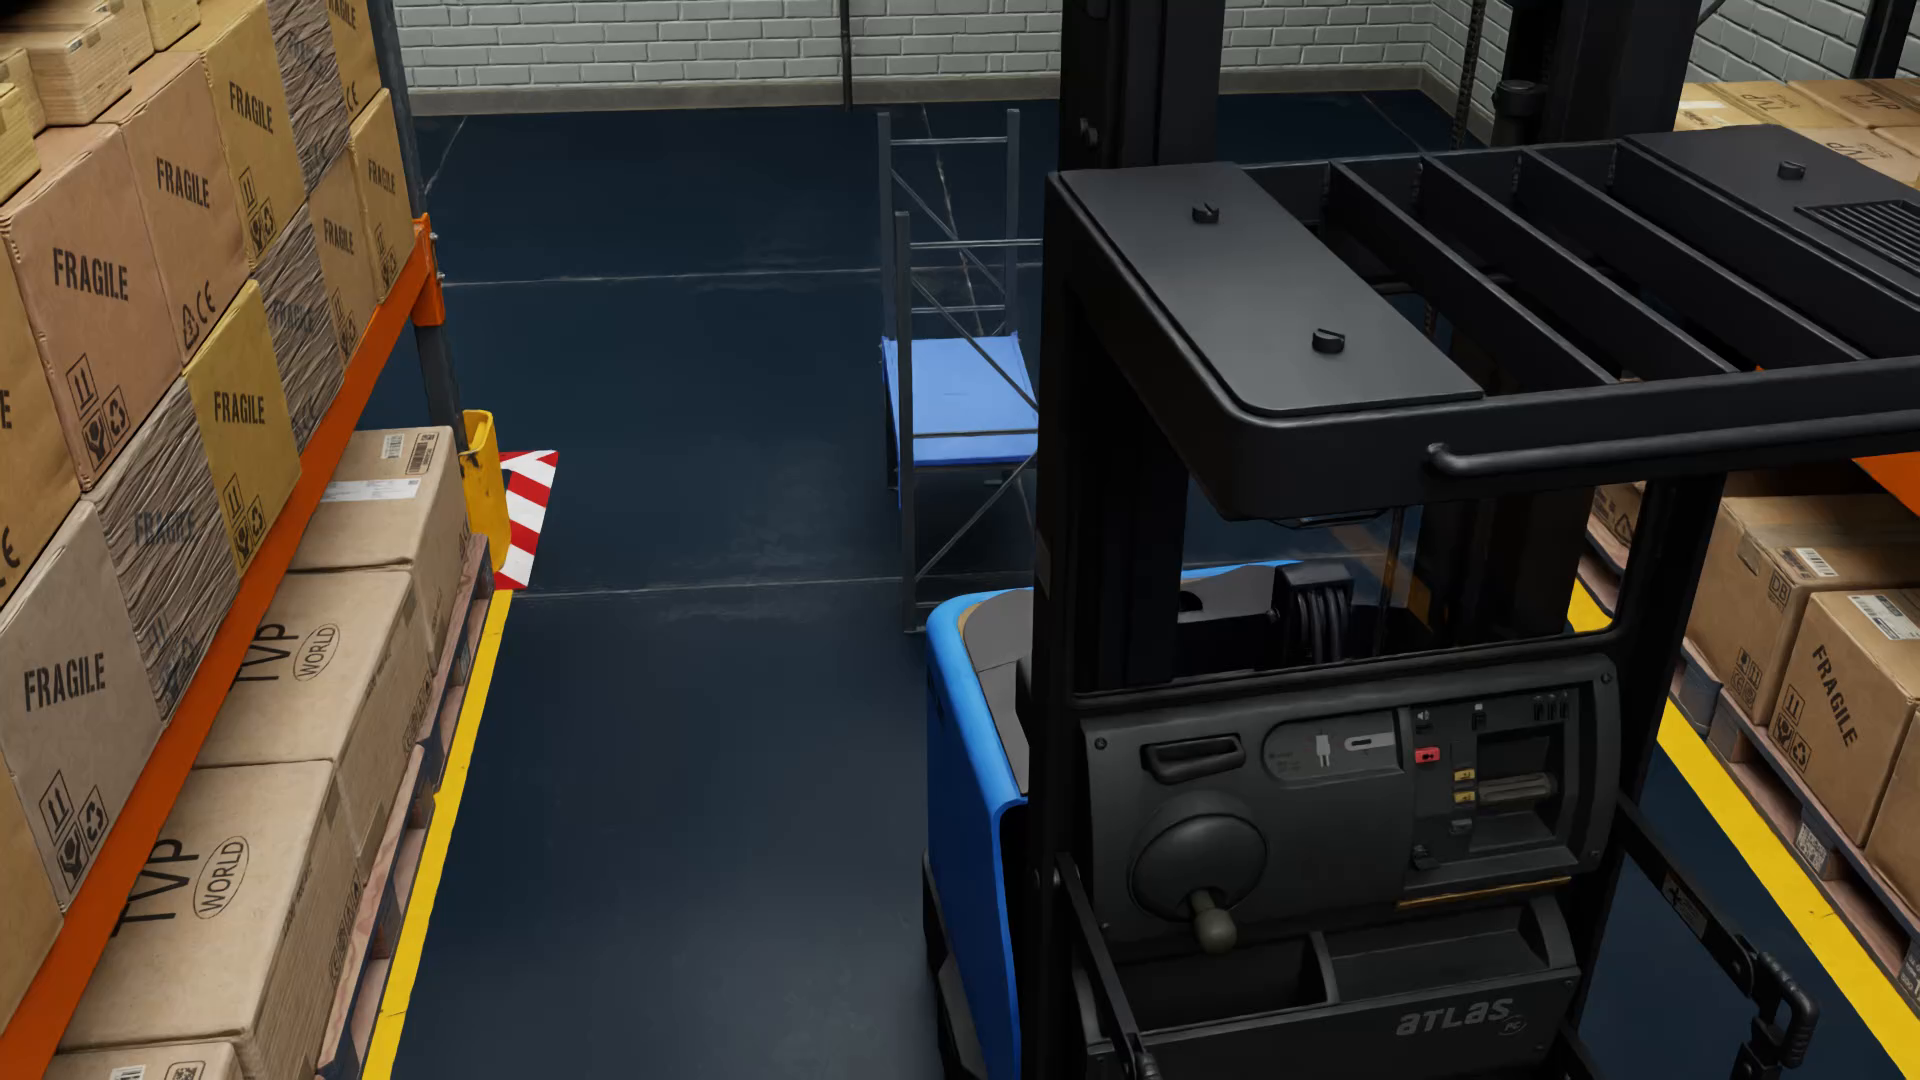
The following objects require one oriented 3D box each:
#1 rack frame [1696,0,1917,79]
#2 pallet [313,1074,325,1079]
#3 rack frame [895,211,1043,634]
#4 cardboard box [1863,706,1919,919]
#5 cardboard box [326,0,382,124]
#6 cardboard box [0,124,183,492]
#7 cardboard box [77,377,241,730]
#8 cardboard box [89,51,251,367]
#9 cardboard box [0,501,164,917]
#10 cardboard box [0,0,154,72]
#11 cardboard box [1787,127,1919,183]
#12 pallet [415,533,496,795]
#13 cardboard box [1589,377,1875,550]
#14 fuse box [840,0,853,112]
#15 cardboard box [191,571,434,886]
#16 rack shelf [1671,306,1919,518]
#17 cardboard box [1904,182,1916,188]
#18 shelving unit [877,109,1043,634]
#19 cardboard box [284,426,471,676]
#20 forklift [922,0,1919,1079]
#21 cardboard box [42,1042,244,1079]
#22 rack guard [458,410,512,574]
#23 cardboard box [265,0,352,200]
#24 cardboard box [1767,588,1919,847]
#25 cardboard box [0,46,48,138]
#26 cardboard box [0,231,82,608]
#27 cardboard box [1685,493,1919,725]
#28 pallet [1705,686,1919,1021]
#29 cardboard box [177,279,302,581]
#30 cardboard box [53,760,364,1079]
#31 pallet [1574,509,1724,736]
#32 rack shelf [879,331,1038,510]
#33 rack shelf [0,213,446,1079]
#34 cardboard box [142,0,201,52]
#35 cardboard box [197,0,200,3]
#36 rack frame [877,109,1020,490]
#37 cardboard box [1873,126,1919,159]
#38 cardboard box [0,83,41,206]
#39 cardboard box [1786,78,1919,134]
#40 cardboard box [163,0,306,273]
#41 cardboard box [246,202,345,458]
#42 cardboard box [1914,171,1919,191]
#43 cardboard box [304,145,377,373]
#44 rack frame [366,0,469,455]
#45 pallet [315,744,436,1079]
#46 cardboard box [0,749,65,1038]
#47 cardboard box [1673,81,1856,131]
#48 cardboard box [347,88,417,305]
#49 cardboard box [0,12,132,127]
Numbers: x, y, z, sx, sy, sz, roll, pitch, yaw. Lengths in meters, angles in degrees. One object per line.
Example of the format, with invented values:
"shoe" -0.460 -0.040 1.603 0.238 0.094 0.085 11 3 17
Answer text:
"rack frame" 2.679 -1.448 5.749 1.000 3.000 0.127 -3 31 -5
"pallet" -1.882 1.639 3.300 1.003 0.211 1.213 -3 31 -5
"rack frame" 0.055 -0.341 5.358 0.500 1.500 0.032 -3 31 -5
"cardboard box" 2.780 0.730 4.130 0.700 0.500 0.500 -4 31 -6
"cardboard box" -1.980 -1.446 4.672 0.500 0.500 0.500 -2 31 -3
"cardboard box" -1.770 -0.413 2.944 0.500 0.500 0.500 -2 31 -4
"cardboard box" -1.755 0.028 3.181 0.500 0.500 0.500 -3 31 -4
"cardboard box" -1.814 -0.671 3.375 0.500 0.500 0.500 -3 31 -5
"cardboard box" -1.715 0.282 2.755 0.500 0.500 0.500 -3 31 -4
"cardboard box" -1.850 -1.001 3.296 0.380 0.149 0.250 -2 31 -3
"cardboard box" 2.501 -1.009 4.871 0.500 0.250 0.500 -2 31 -4
"pallet" -2.110 0.394 5.385 1.003 0.211 1.213 -3 31 -5
"cardboard box" 2.642 -0.240 5.751 0.797 0.503 0.637 -4 31 -7
"fuse box" -0.707 -3.559 10.539 0.539 1.711 0.414 -3 31 -5
"cardboard box" -2.007 0.511 4.559 0.875 0.438 0.875 -2 31 -3
"rack shelf" 2.866 -0.118 4.224 1.077 0.370 4.000 -3 31 -5
"cardboard box" 2.551 -0.751 4.438 0.500 0.250 0.500 -3 31 -6
"shelving unit" 0.008 -0.600 5.792 0.538 1.500 1.048 -3 31 -5
"cardboard box" -2.101 0.044 5.341 0.875 0.438 0.875 -4 31 -6
"forklift" 0.705 0.487 2.577 1.130 2.935 3.031 -6 31 -10
"cardboard box" -1.840 1.428 3.023 0.875 0.438 0.875 -3 31 -5
"rack guard" -2.265 -0.147 6.009 1.175 0.500 0.348 -3 31 -5
"cardboard box" -1.902 -1.180 4.228 0.500 0.500 0.500 -3 31 -4
"cardboard box" 2.633 0.475 4.558 0.500 0.500 0.500 -2 31 -4
"cardboard box" -1.829 -0.740 2.858 0.380 0.149 0.250 -3 31 -5
"cardboard box" -1.733 -0.151 2.505 0.500 0.500 0.500 -3 31 -5
"cardboard box" 2.683 0.200 5.018 0.700 0.500 0.500 -2 31 -3
"pallet" 2.873 0.817 4.677 1.003 0.211 1.213 -3 31 -5
"cardboard box" -1.803 -0.235 3.621 0.500 0.500 0.500 -2 31 -3
"cardboard box" -1.925 0.971 3.788 0.875 0.438 0.875 -4 31 -6
"pallet" 2.762 0.195 5.718 1.003 0.211 1.213 -3 31 -5
"rack shelf" 0.008 -0.446 5.885 0.538 0.185 1.000 -3 31 -5
"rack shelf" -2.076 0.122 3.822 1.077 0.370 4.000 -3 31 -5
"cardboard box" -1.856 -1.136 3.522 0.380 0.149 0.250 -2 31 -3
"cardboard box" -1.937 -1.261 3.732 0.380 0.149 0.250 -3 31 -5
"rack frame" -0.040 -0.860 6.227 0.500 1.500 0.032 -3 31 -5
"cardboard box" 3.033 -1.026 4.898 0.500 0.250 0.500 -3 31 -4
"cardboard box" -1.724 -0.616 2.650 0.380 0.149 0.250 -4 31 -6
"cardboard box" 2.986 -1.289 5.339 0.500 0.250 0.500 -2 31 -3
"cardboard box" -1.859 -0.927 3.805 0.500 0.500 0.500 -3 31 -5
"cardboard box" -1.864 -0.498 4.062 0.500 0.500 0.500 -2 31 -3
"cardboard box" 2.594 -0.823 3.827 0.500 0.500 0.500 -2 31 -3
"cardboard box" -1.922 -0.760 4.500 0.500 0.500 0.500 -3 31 -6
"rack frame" -2.262 -1.208 5.347 1.000 3.000 0.127 -3 31 -5
"pallet" -1.999 1.015 4.345 1.003 0.211 1.213 -3 31 -5
"cardboard box" -1.672 0.539 2.325 0.500 0.500 0.500 -2 31 -3
"cardboard box" 2.453 -1.267 5.301 0.500 0.250 0.500 -3 31 -4
"cardboard box" -1.954 -1.017 4.931 0.500 0.500 0.500 -3 31 -4
"cardboard box" -1.783 -0.869 3.074 0.380 0.149 0.250 -3 31 -4
